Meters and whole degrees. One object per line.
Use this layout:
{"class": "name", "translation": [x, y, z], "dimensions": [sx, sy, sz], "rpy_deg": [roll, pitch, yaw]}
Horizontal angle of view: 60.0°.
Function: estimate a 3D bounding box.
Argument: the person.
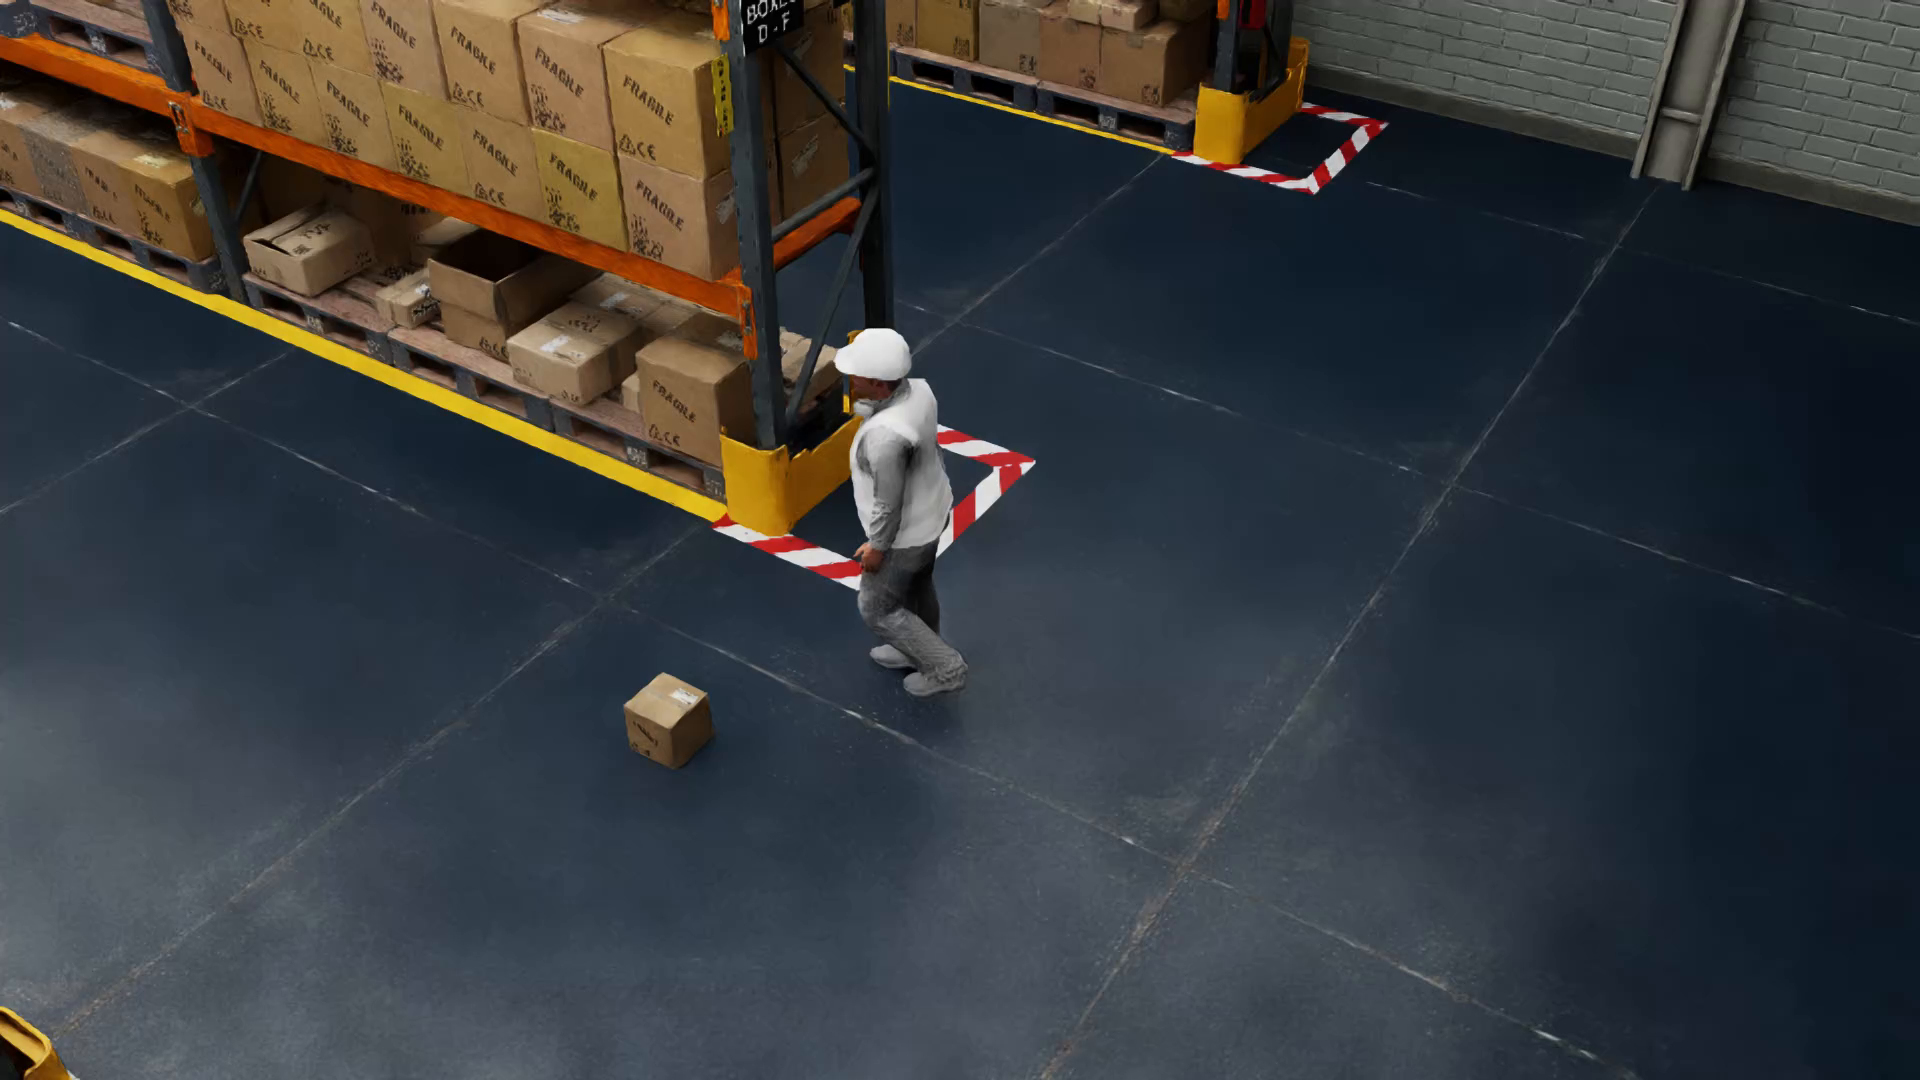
{"class": "person", "translation": [-0.206, -0.083, 6.765], "dimensions": [0.540, 1.768, 0.553], "rpy_deg": [8, 39, 10]}
